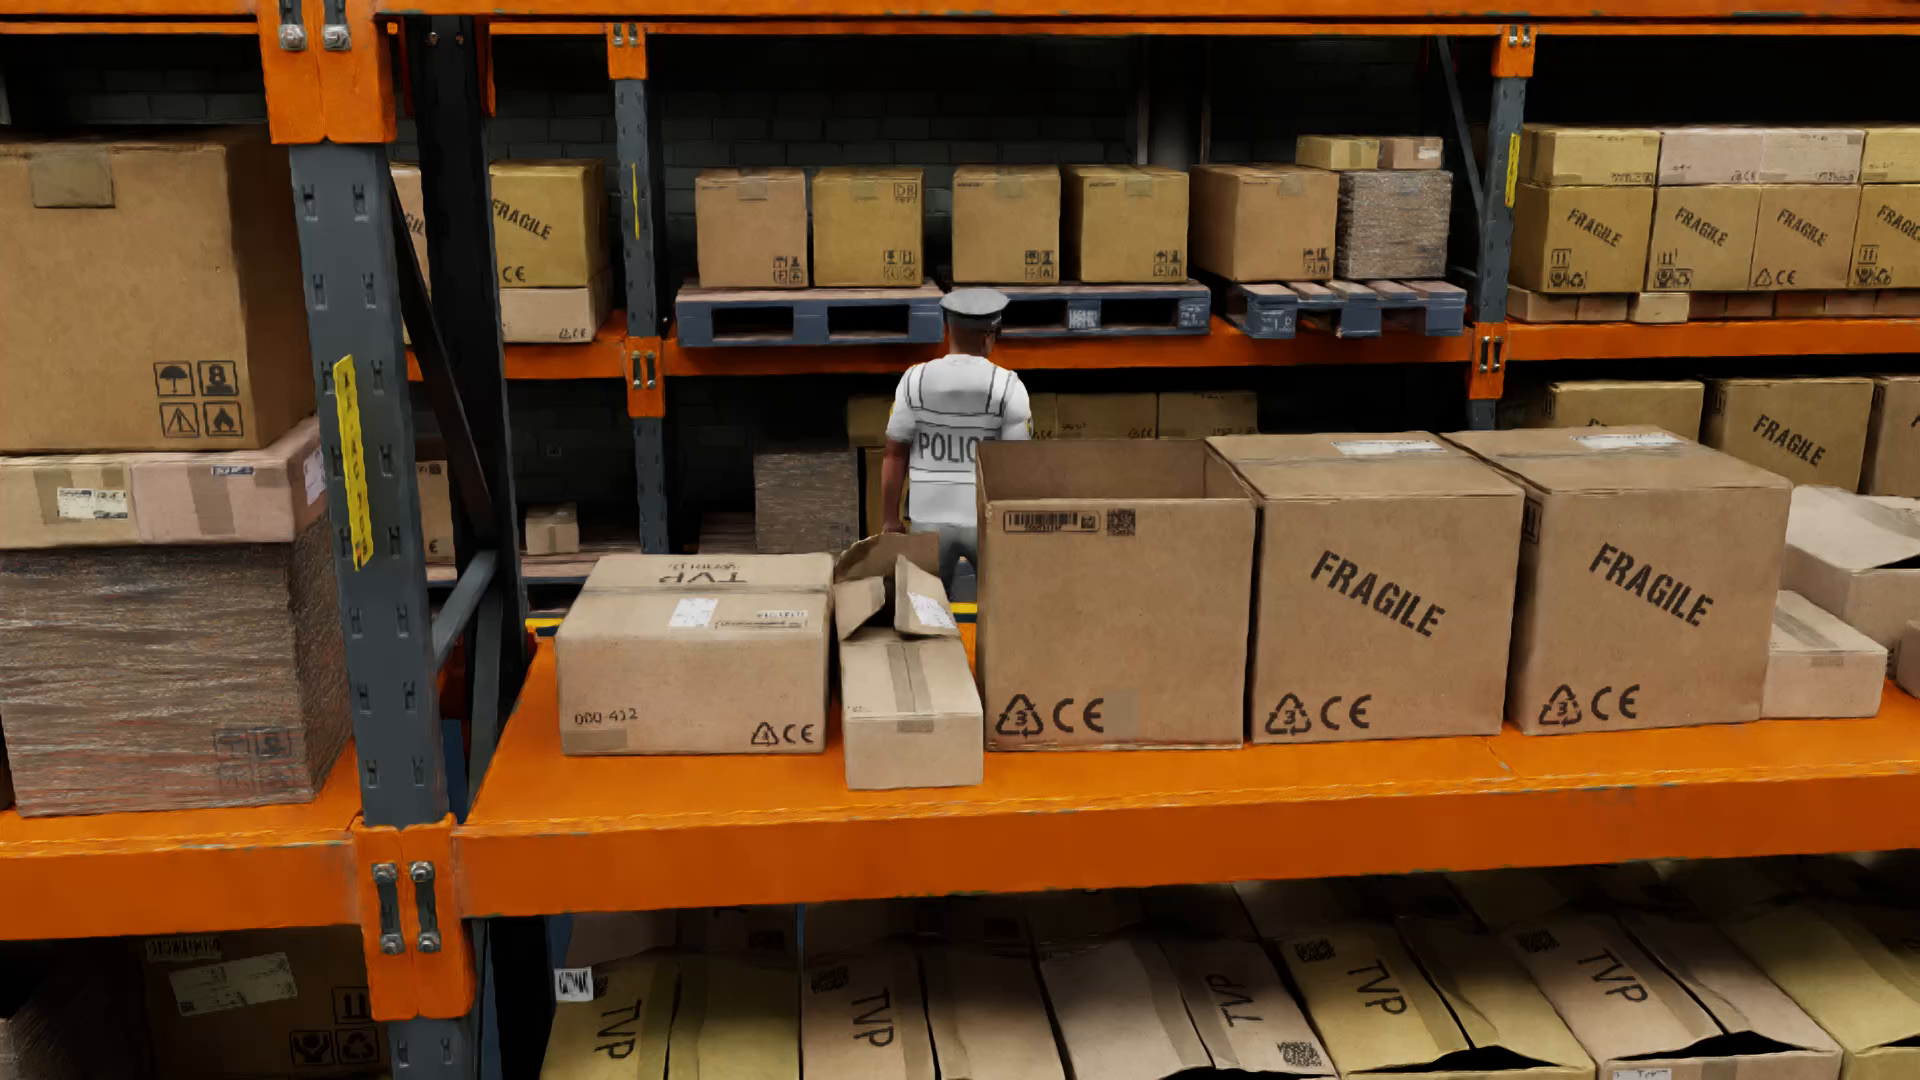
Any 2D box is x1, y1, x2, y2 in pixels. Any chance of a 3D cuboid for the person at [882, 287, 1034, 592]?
[{"bbox_3d":[-0.015,-0.056,6.250,0.618,1.752,0.623,3,17,9],"label":"person"}]
